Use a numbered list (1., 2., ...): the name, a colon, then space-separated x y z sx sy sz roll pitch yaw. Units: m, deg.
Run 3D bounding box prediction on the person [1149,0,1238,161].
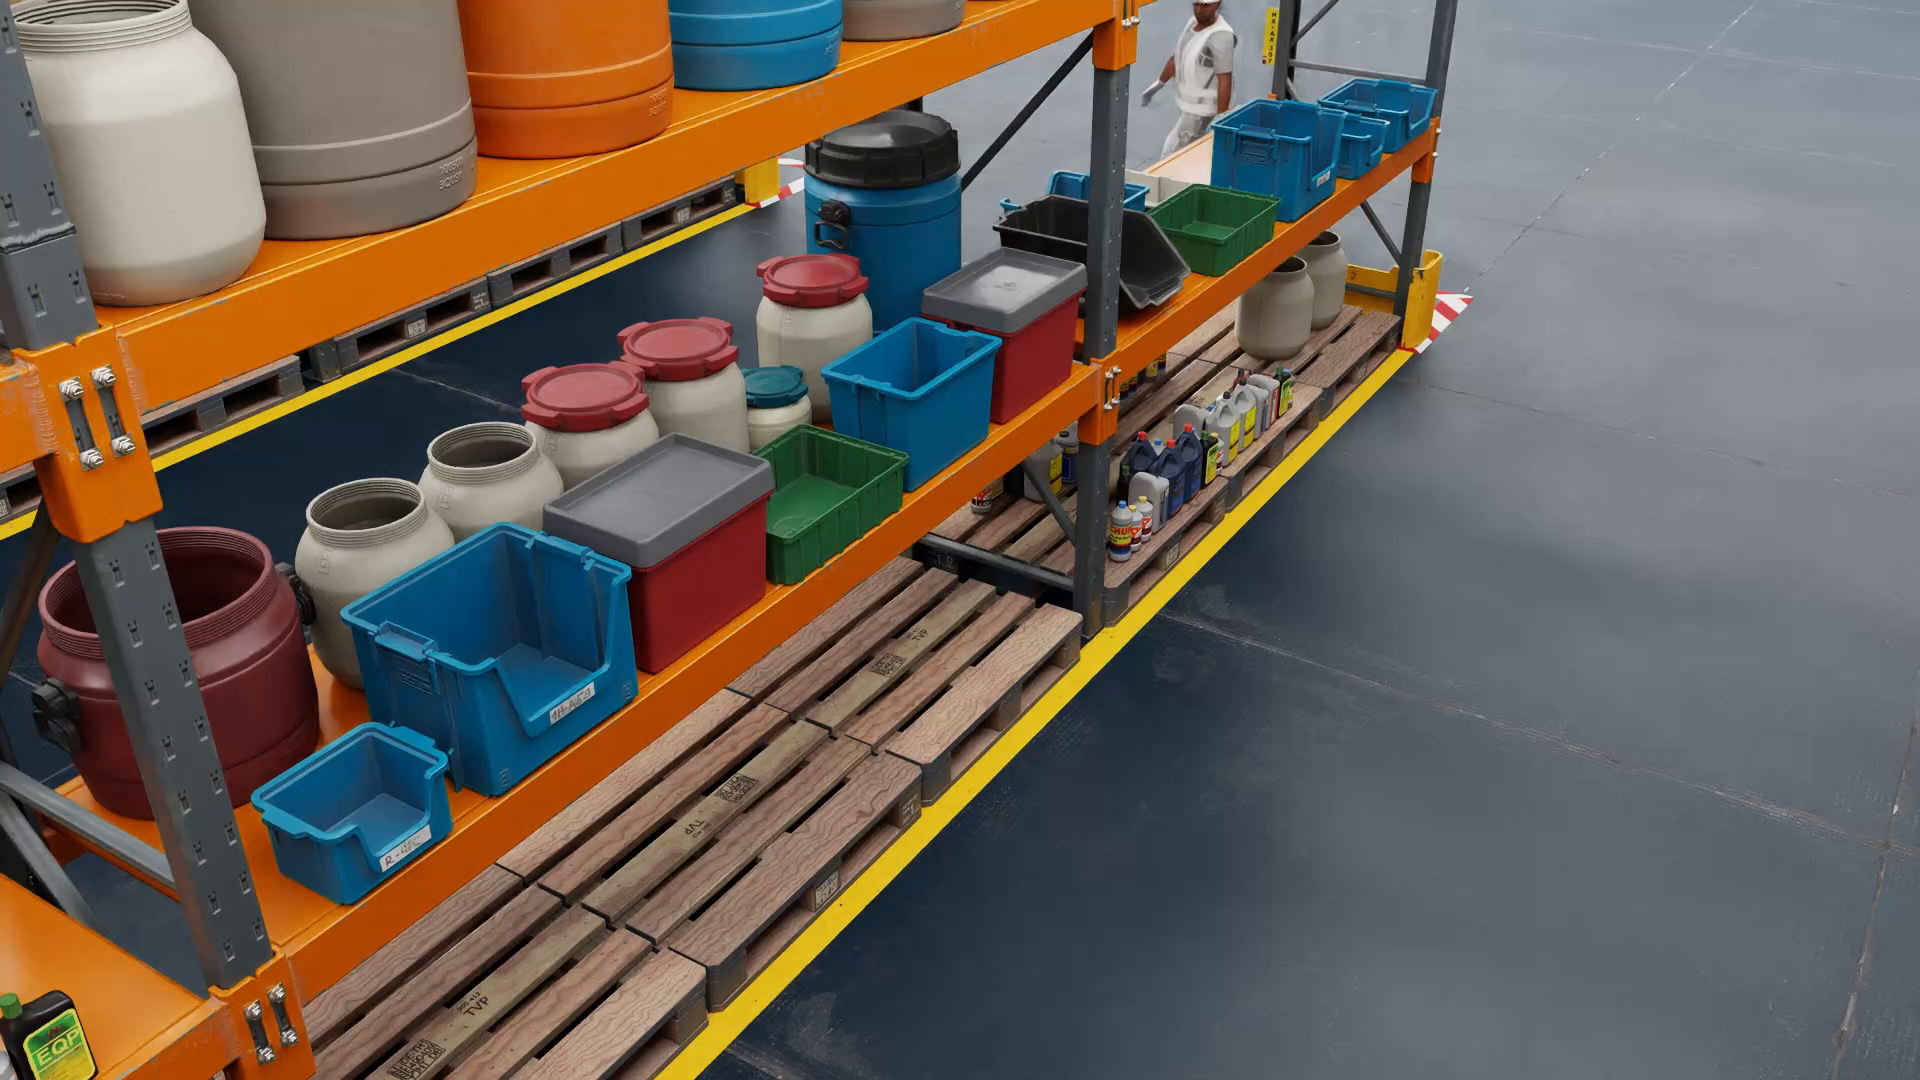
1. person: 1.551 -2.884 11.232 0.673 1.839 0.688 -4 30 -7
